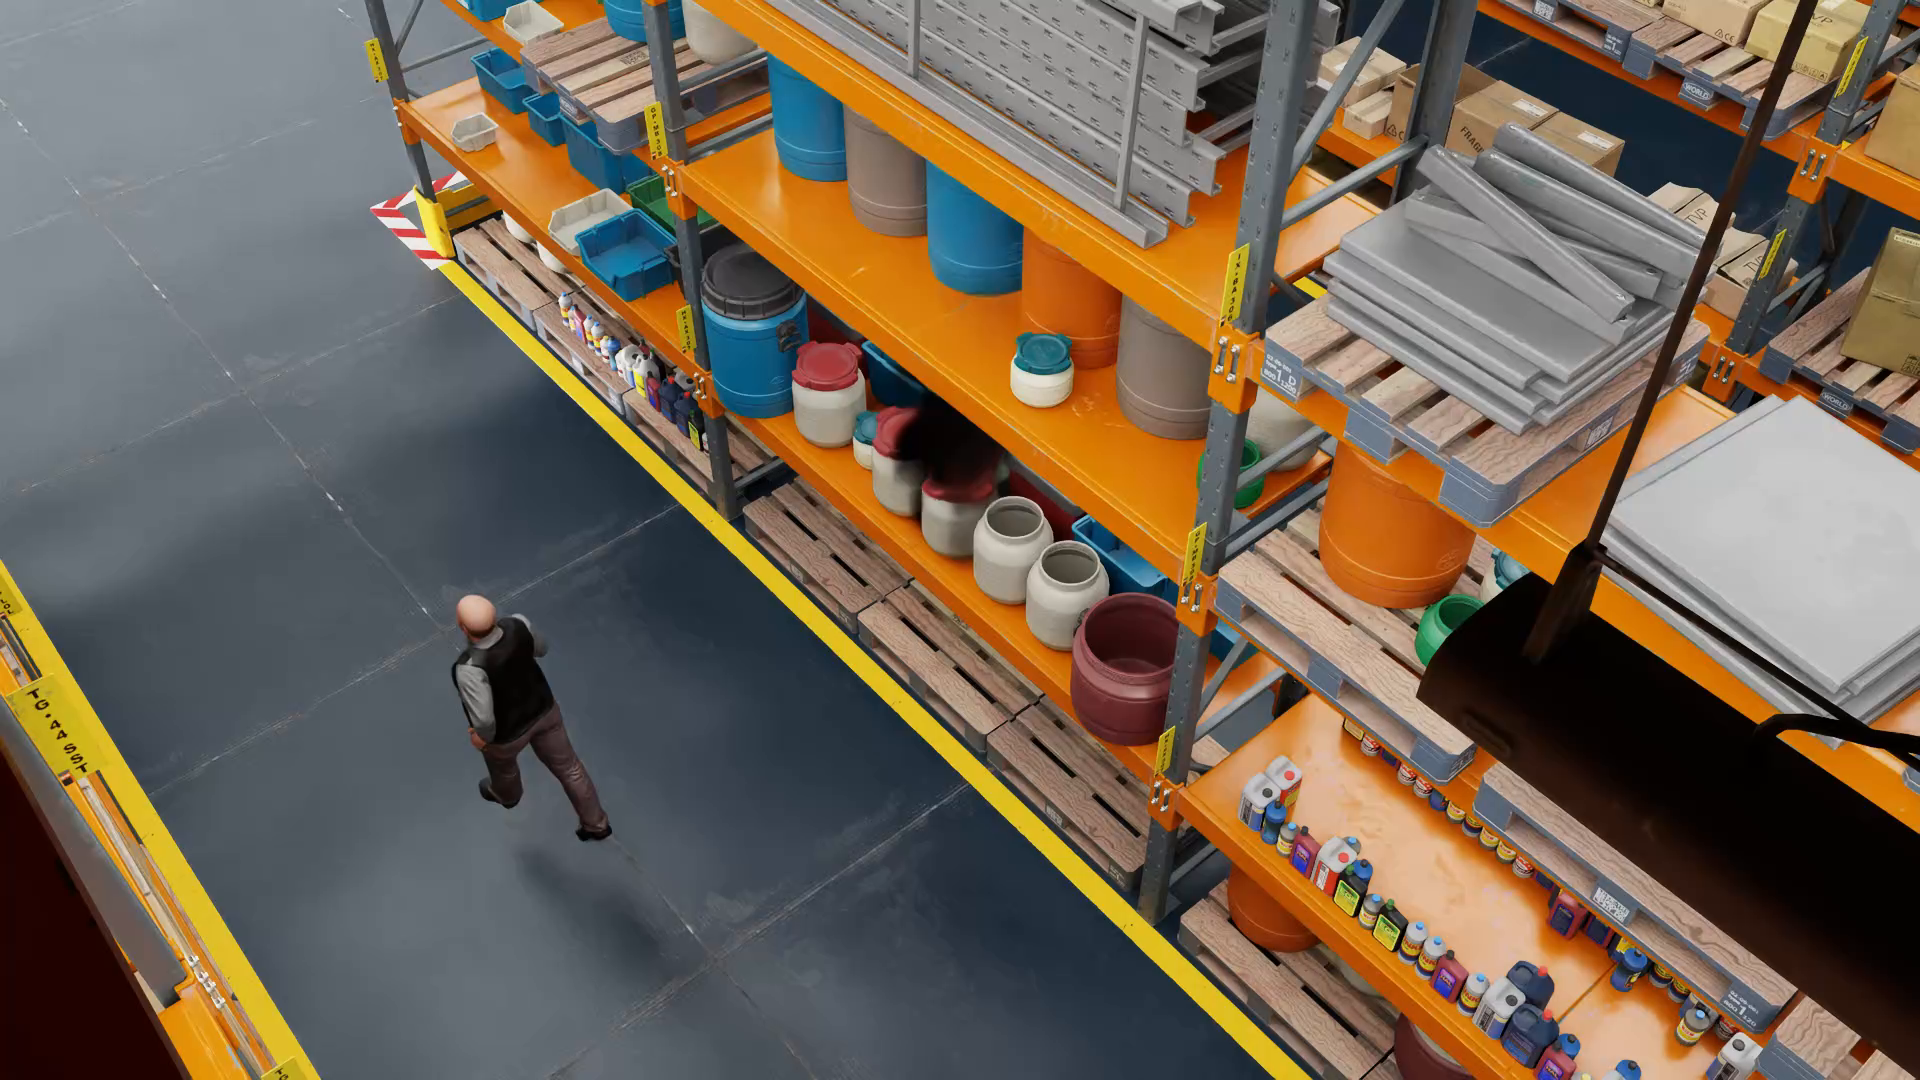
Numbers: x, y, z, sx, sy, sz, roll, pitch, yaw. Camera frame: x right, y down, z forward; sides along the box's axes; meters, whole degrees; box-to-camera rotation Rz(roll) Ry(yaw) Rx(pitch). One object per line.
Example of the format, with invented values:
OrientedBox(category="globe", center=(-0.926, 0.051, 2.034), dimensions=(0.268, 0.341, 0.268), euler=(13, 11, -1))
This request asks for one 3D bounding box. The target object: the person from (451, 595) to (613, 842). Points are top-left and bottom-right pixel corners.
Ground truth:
OrientedBox(category="person", center=(-2.263, 0.928, 8.510), dimensions=(0.899, 1.759, 0.632), euler=(30, 54, 26))

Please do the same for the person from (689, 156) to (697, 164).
OrientedBox(category="person", center=(-2.395, -3.716, 13.318), dimensions=(0.773, 1.747, 0.729), euler=(26, 52, 22))
